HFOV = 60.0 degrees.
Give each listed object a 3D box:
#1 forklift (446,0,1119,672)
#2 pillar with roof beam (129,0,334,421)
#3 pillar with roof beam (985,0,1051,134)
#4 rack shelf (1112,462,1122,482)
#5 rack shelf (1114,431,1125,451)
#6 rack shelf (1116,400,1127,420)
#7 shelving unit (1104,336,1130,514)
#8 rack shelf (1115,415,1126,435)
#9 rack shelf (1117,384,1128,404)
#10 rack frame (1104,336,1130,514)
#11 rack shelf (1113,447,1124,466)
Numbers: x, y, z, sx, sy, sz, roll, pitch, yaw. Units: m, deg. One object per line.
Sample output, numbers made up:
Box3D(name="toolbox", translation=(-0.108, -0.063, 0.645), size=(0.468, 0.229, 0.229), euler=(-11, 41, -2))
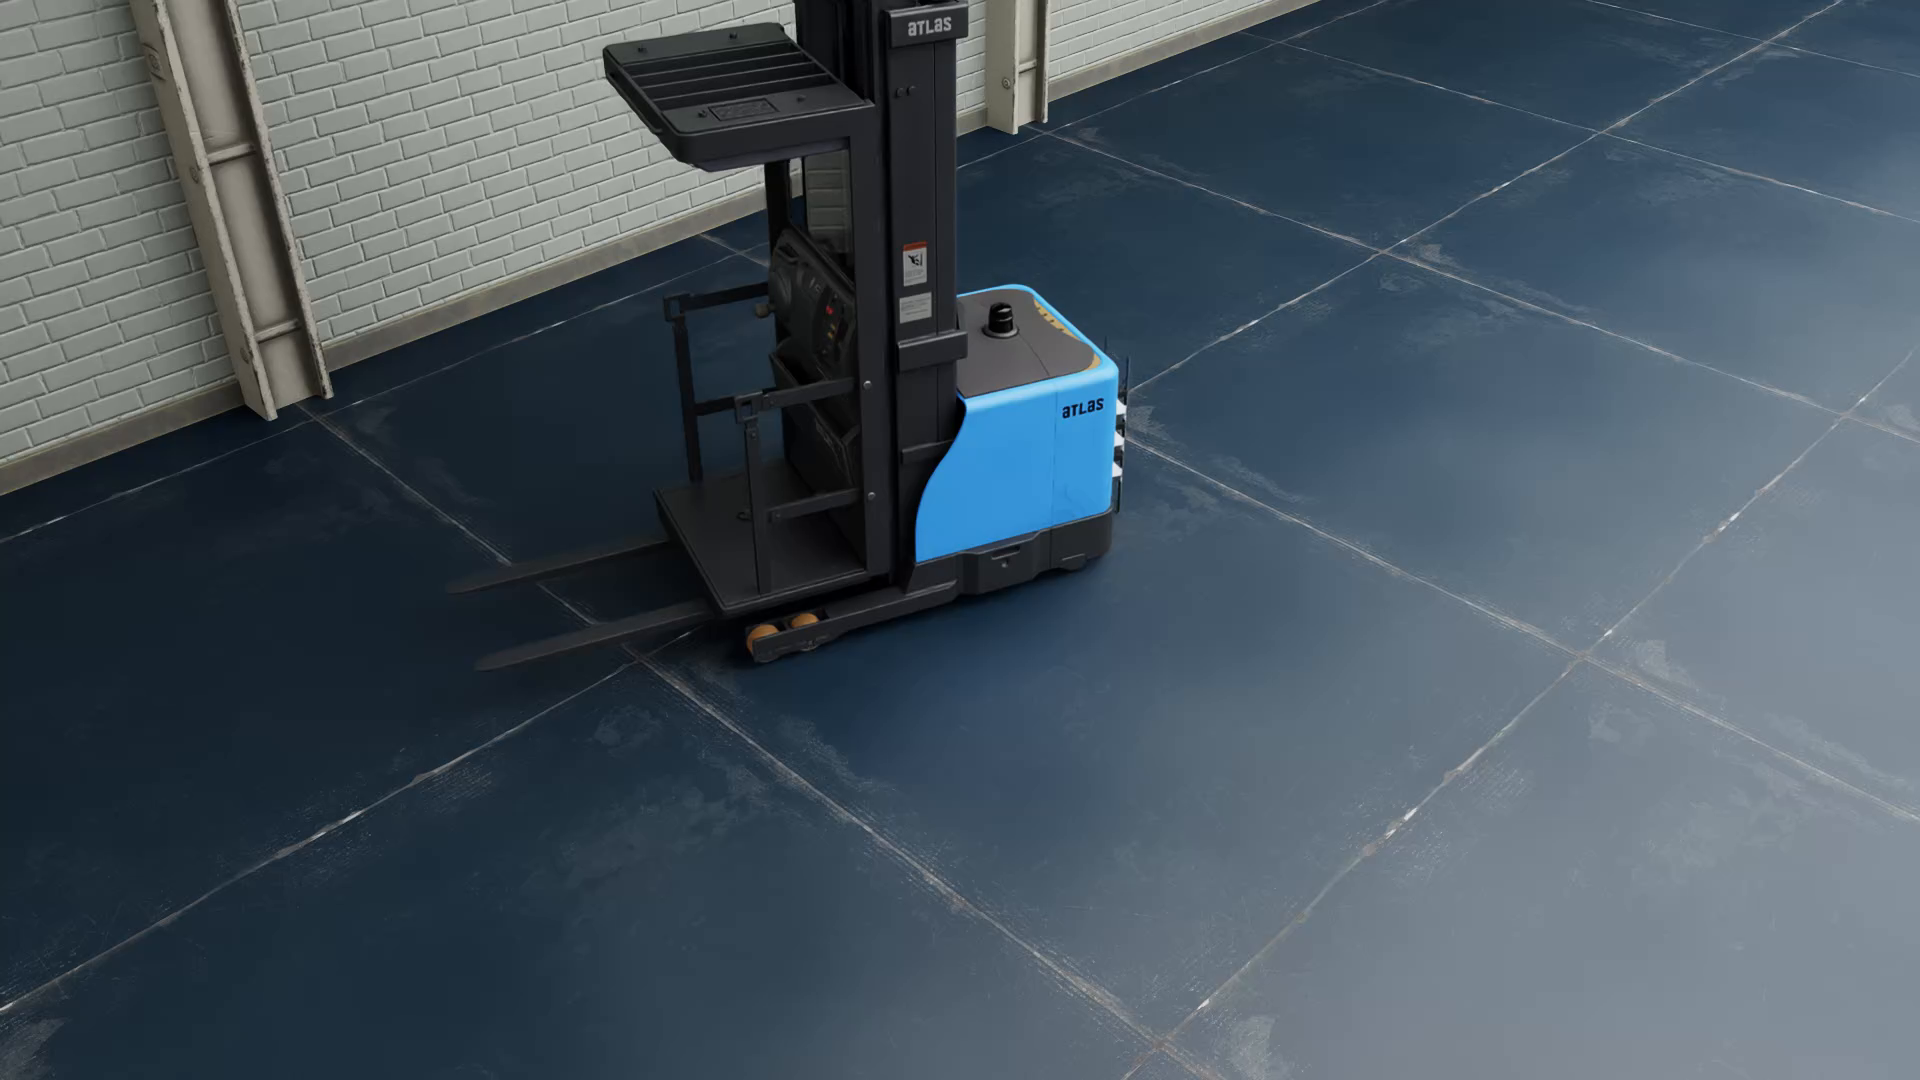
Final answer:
Box3D(name="forklift", translation=(-0.824, -0.999, 7.121), size=(3.031, 2.935, 1.130), euler=(-15, 38, -20))
Box3D(name="pillar with roof beam", translation=(-0.738, -2.754, 4.333), size=(9.100, 9.000, 0.400), euler=(30, 45, 35))
Box3D(name="pillar with roof beam", translation=(3.490, -5.190, 7.825), size=(9.100, 9.000, 0.400), euler=(30, 45, 35))
Box3D(name="rack shelf", translation=(0.666, -0.364, 8.357), size=(0.200, 0.077, 0.258), euler=(-15, 38, -20))
Box3D(name="rack shelf", translation=(0.666, -0.511, 8.255), size=(0.200, 0.077, 0.258), euler=(-15, 38, -20))
Box3D(name="rack shelf", translation=(0.666, -0.659, 8.152), size=(0.200, 0.077, 0.258), euler=(-15, 38, -20))
Box3D(name="shelving unit", translation=(0.666, -0.538, 8.235), size=(0.210, 0.900, 0.258), euler=(-15, 38, -20))
Box3D(name="rack shelf", translation=(0.666, -0.585, 8.203), size=(0.200, 0.077, 0.258), euler=(-15, 38, -20))
Box3D(name="rack shelf", translation=(0.666, -0.733, 8.100), size=(0.200, 0.077, 0.258), euler=(-15, 38, -20))
Box3D(name="rack frame", translation=(0.758, -0.563, 8.271), size=(0.006, 0.900, 0.240), euler=(-15, 38, -20))
Box3D(name="rack shelf", translation=(0.666, -0.437, 8.306), size=(0.200, 0.077, 0.258), euler=(-15, 38, -20))
